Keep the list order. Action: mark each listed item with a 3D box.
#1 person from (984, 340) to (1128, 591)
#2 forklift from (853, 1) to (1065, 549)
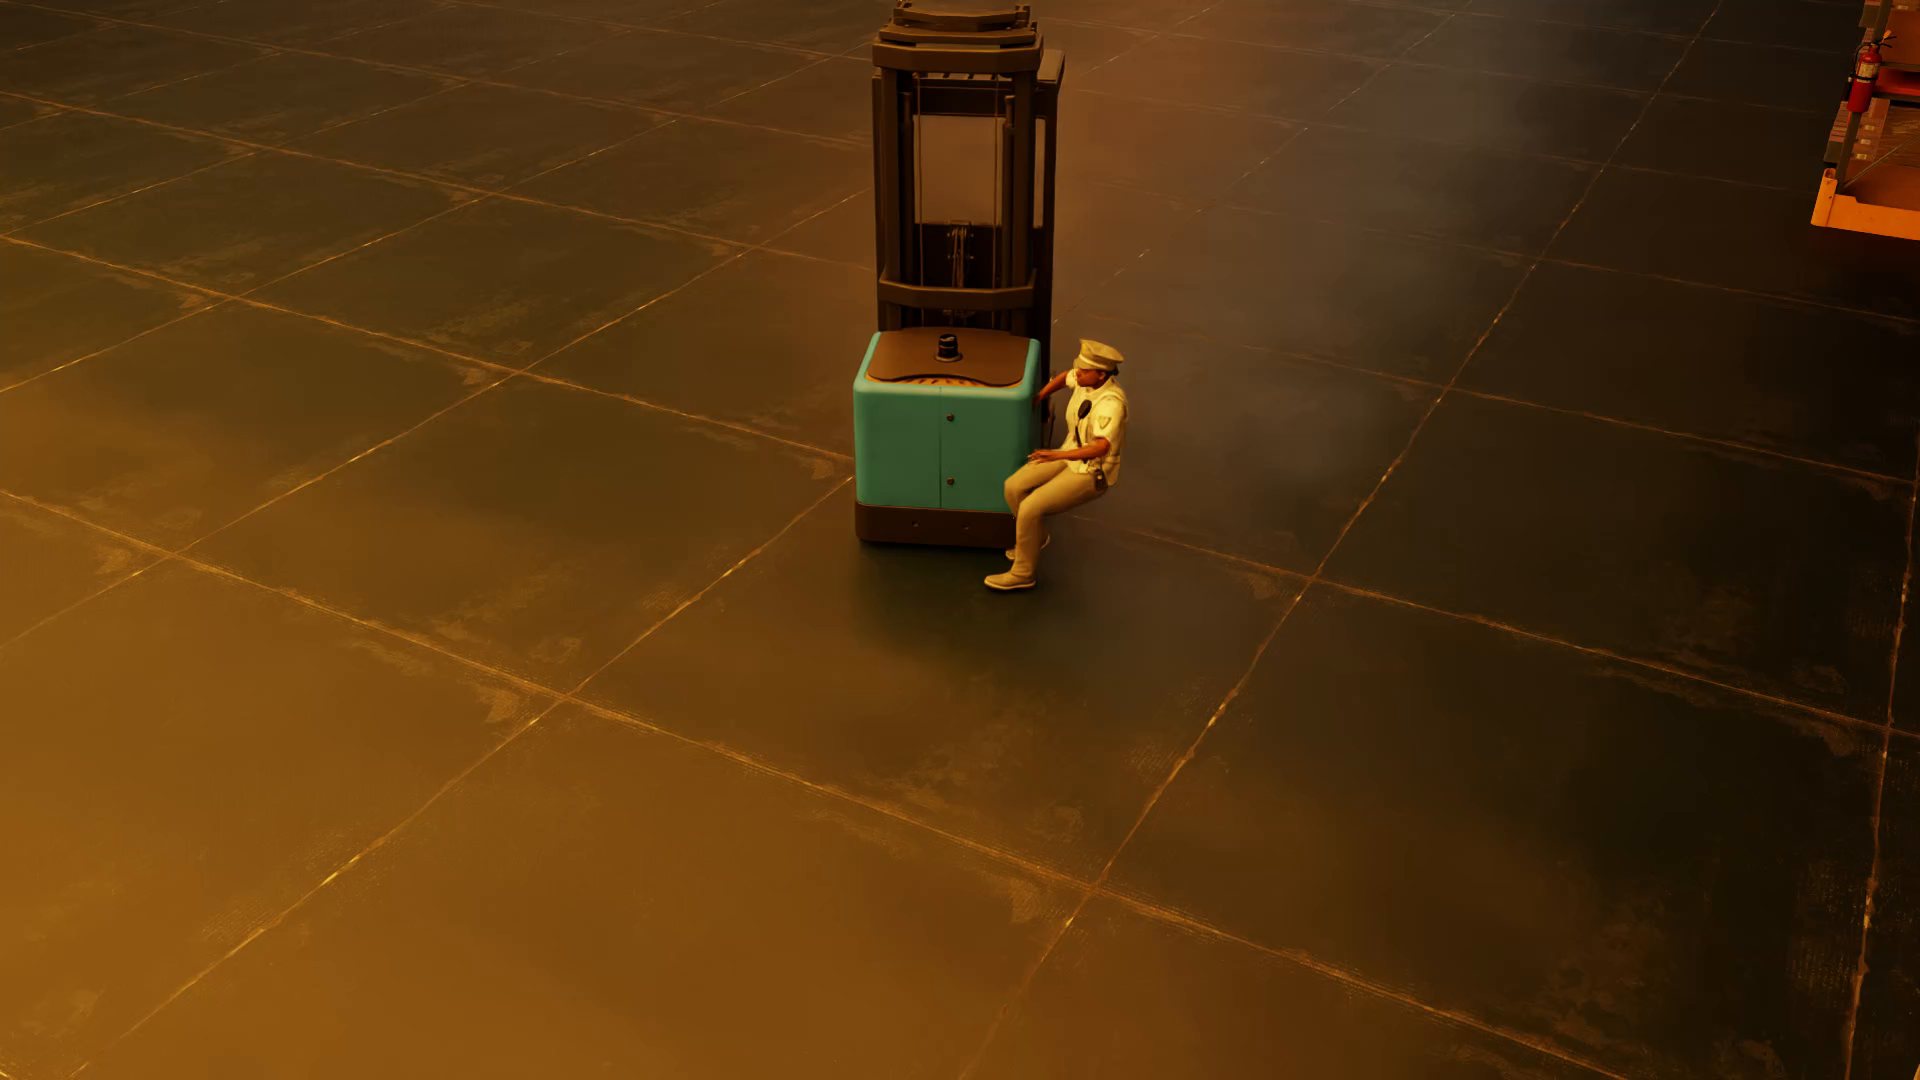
[{"bbox_3d":[0.508,-0.441,9.313,0.822,1.440,0.886,-13,32,-21],"label":"person"},{"bbox_3d":[0.056,-1.928,10.412,1.130,2.935,3.031,3,30,6],"label":"forklift"}]
